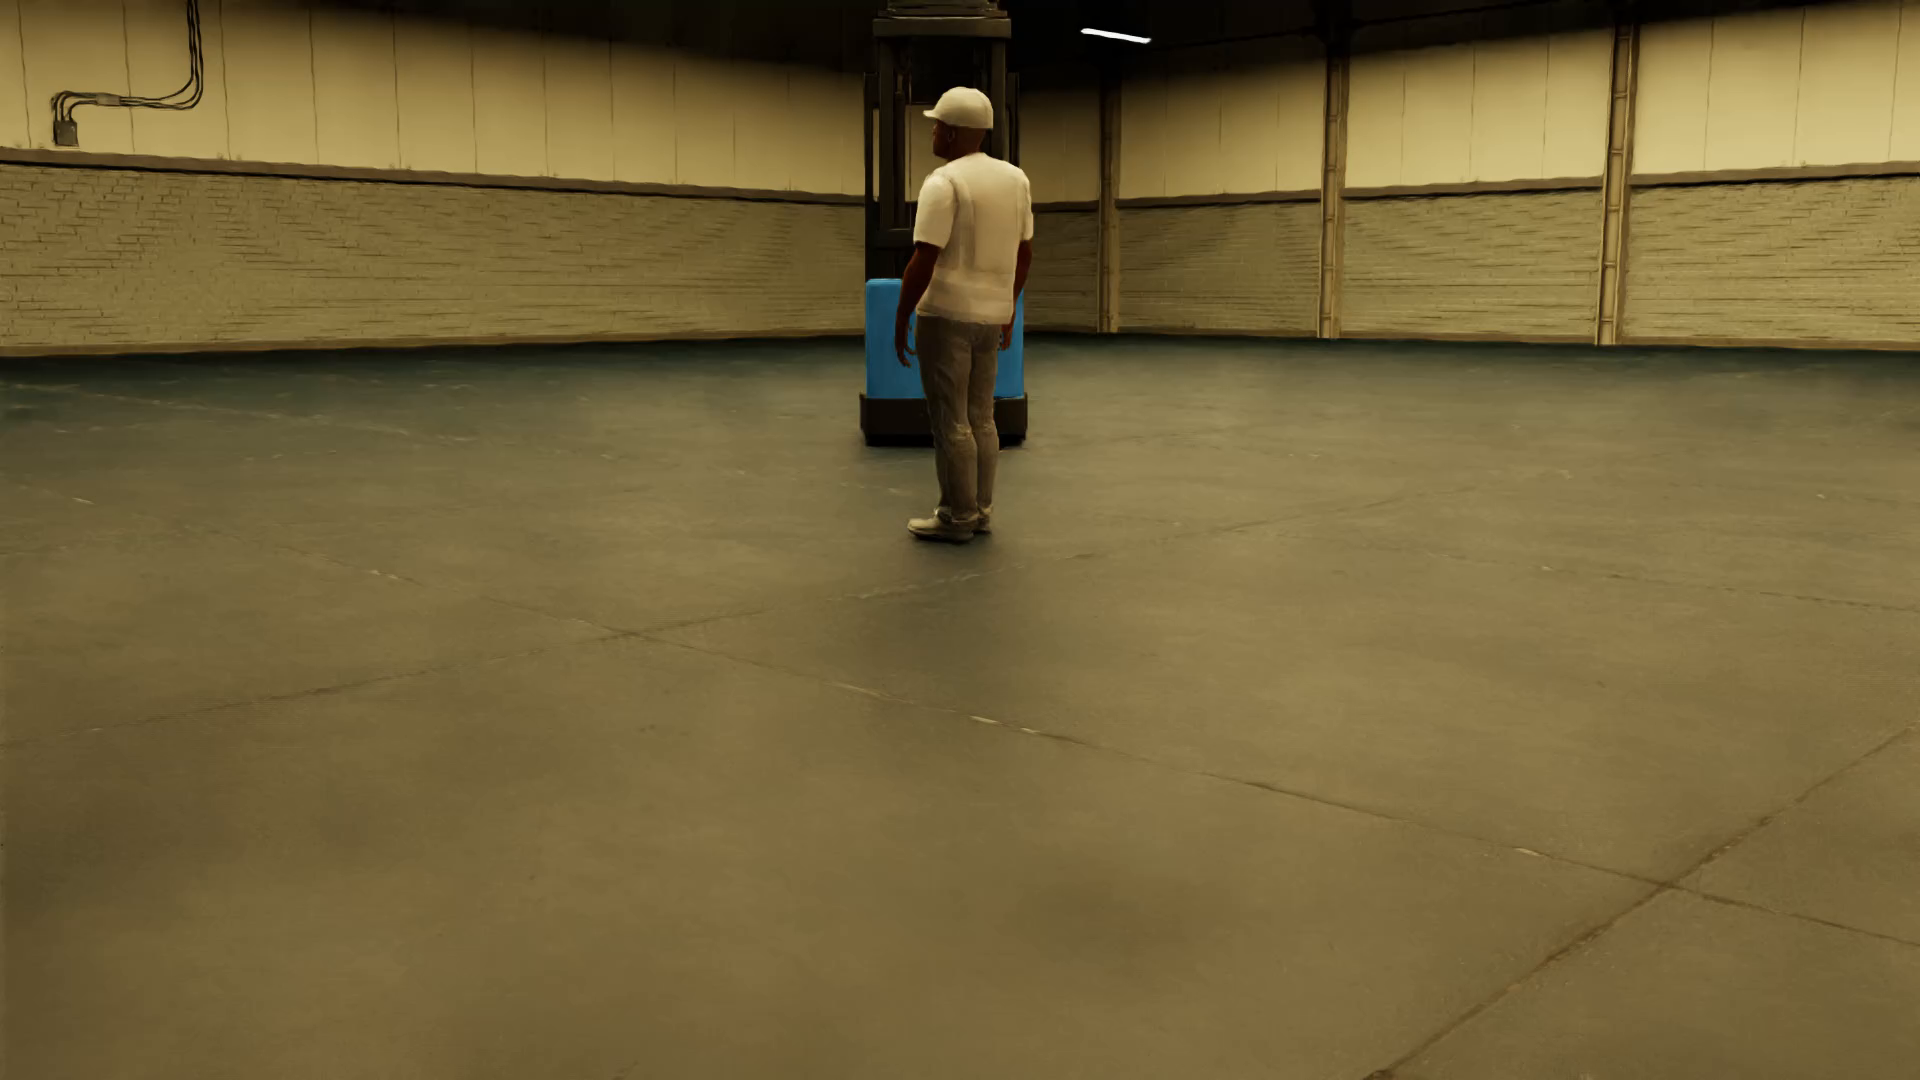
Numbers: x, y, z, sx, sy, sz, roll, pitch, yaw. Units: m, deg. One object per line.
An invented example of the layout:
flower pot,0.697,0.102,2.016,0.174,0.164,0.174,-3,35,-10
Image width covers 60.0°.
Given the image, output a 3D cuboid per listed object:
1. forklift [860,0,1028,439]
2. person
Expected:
forklift,-0.138,-2.281,12.024,1.130,2.935,3.031,0,9,-2
person,-0.046,-0.888,6.636,0.576,1.766,0.665,8,12,43
